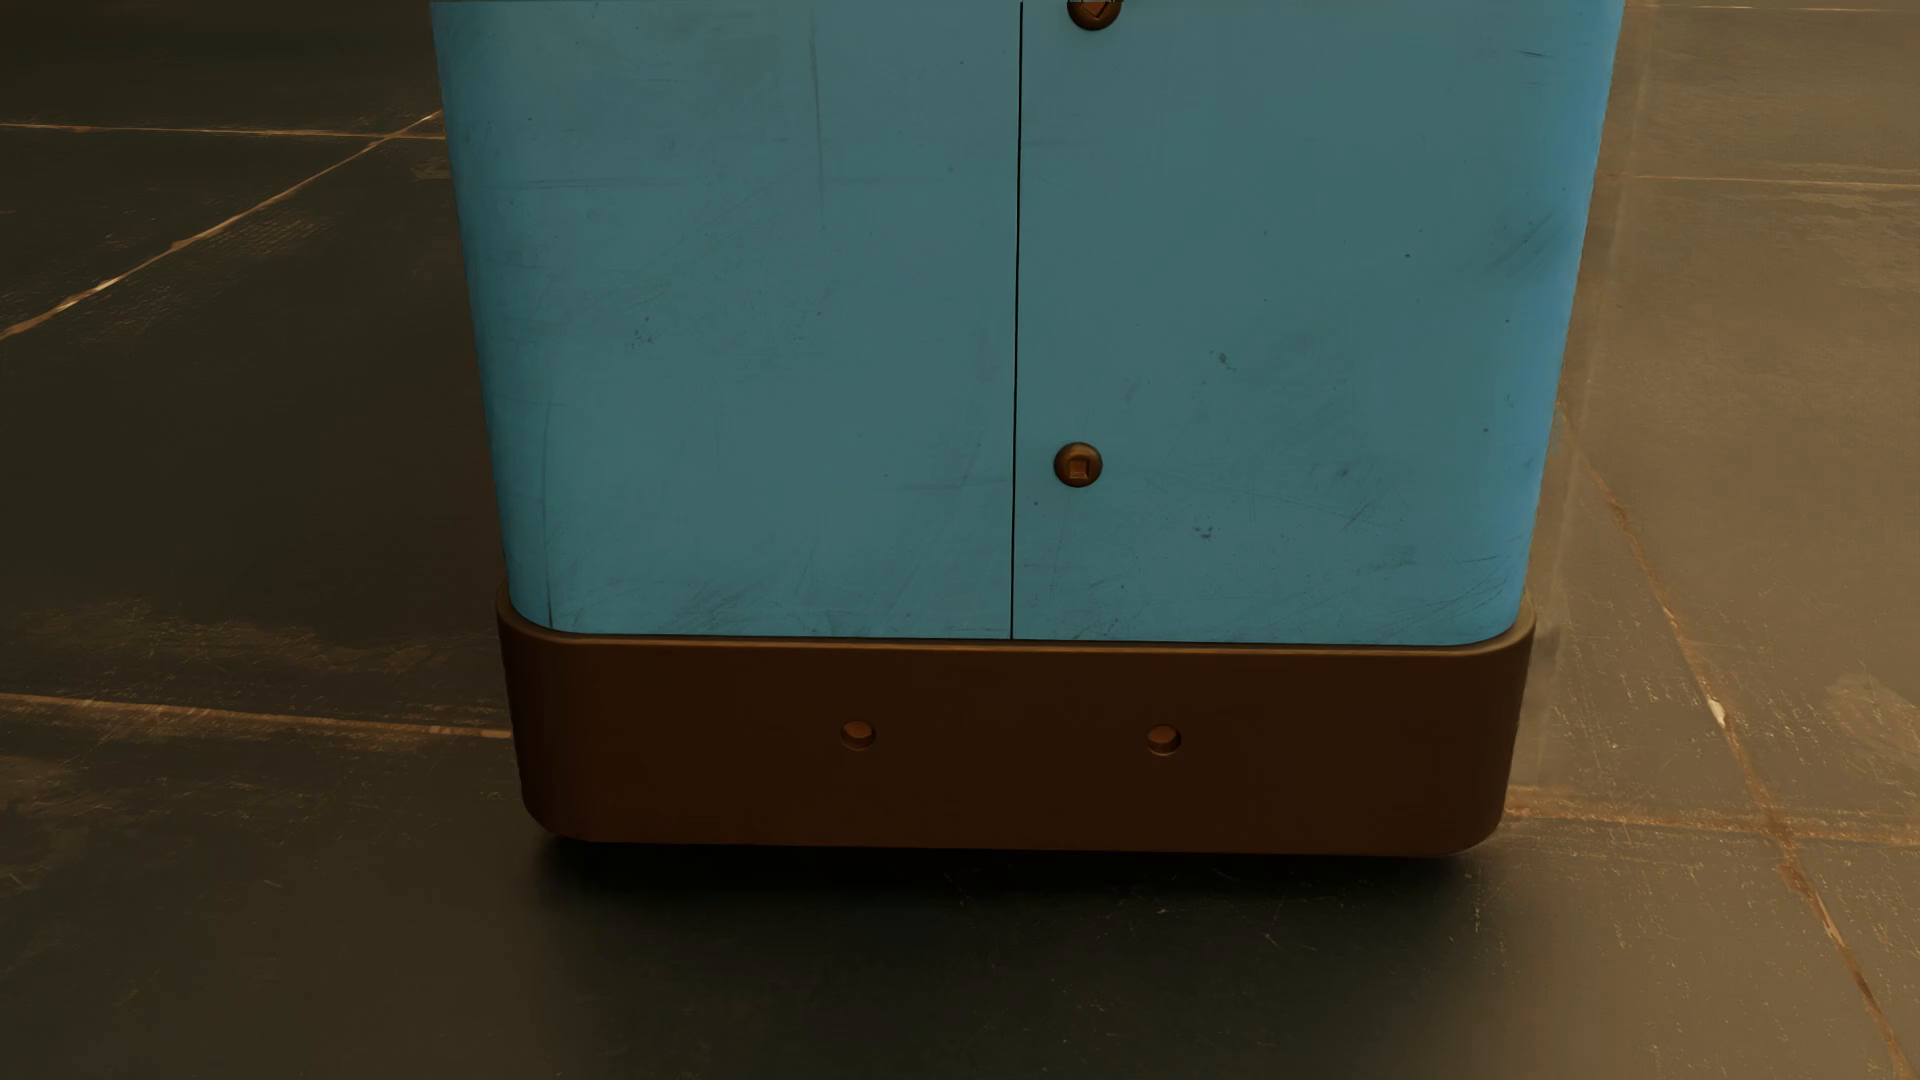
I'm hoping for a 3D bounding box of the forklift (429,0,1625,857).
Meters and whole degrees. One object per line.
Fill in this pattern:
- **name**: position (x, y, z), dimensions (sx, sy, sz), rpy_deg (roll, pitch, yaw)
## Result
- **forklift**: position (0.093, -1.605, 2.435), dimensions (1.130, 2.935, 3.031), rpy_deg (1, 27, 1)
